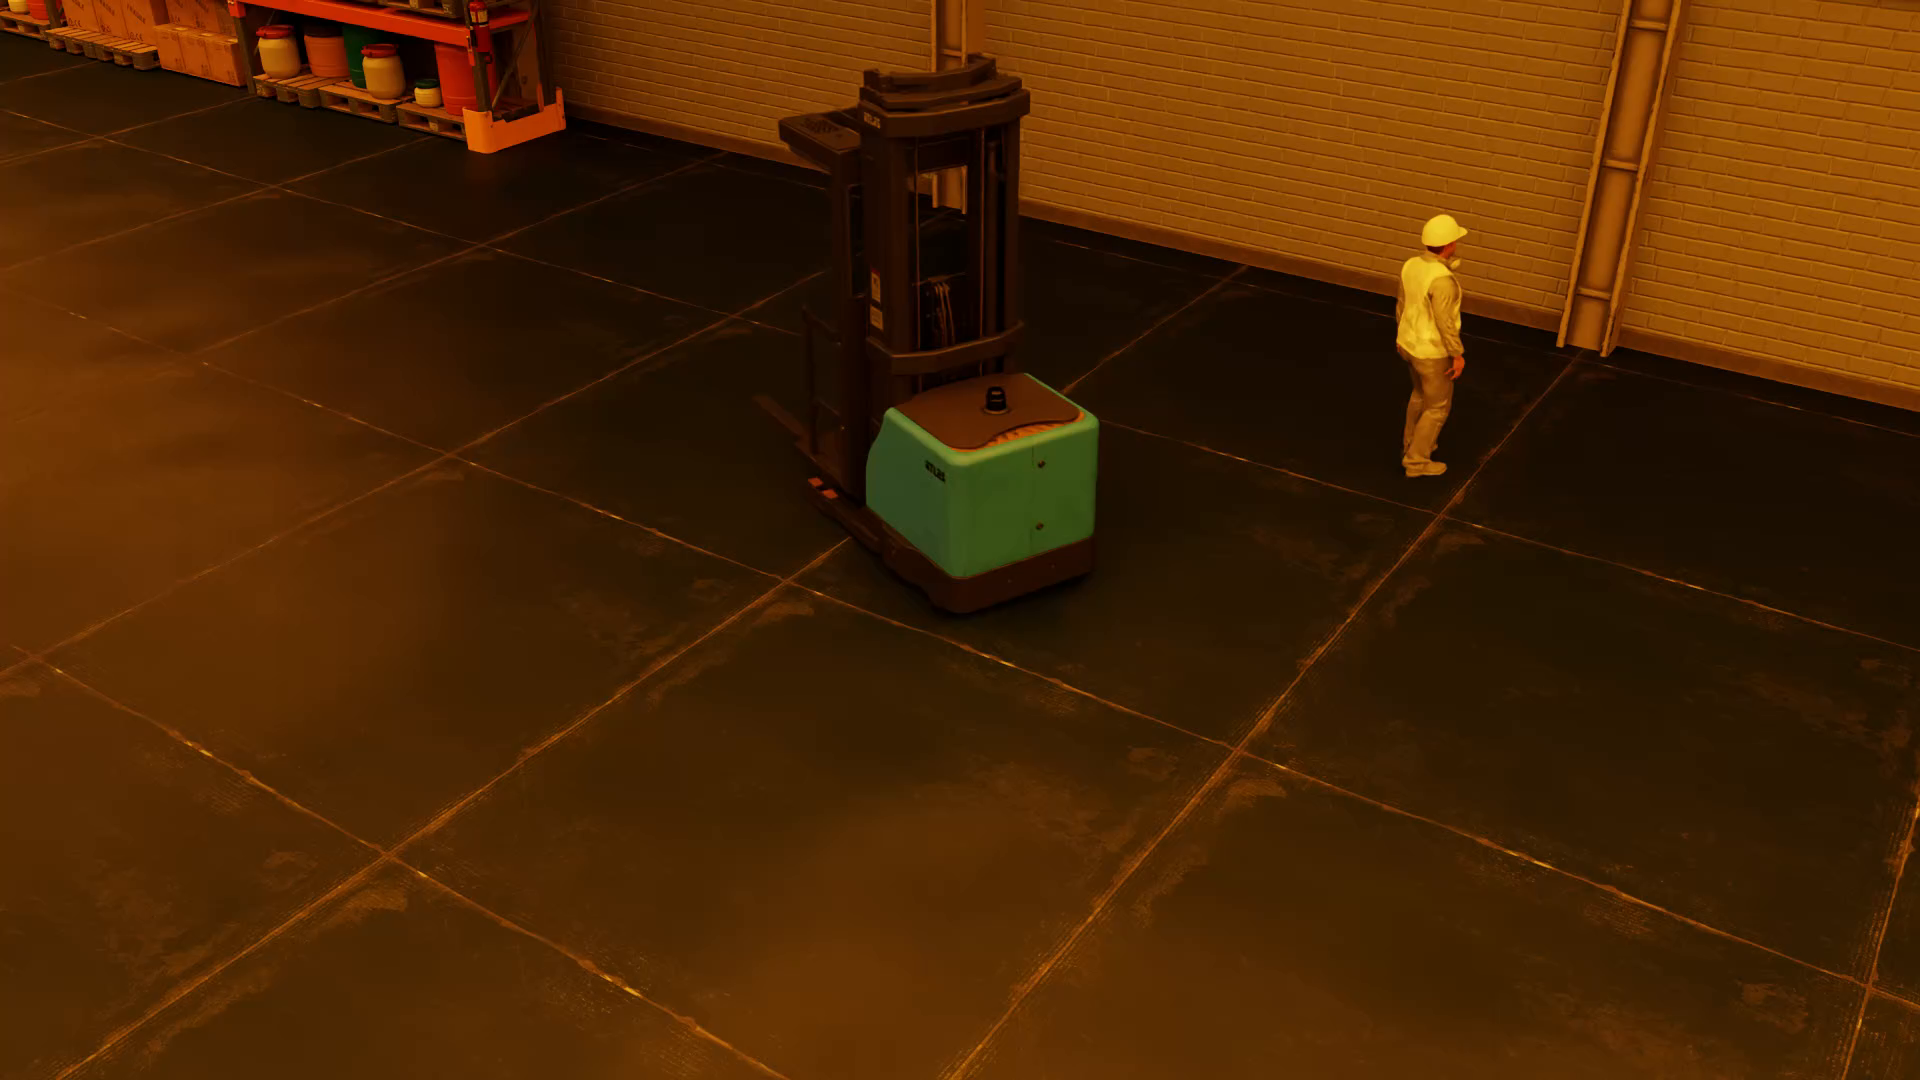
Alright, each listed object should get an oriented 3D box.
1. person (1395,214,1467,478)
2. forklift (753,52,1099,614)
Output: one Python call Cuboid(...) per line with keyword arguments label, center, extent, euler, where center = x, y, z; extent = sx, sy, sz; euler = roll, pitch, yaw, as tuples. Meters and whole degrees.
Cuboid(label="person", center=(3.144, -1.274, 10.966), extent=(0.508, 1.799, 0.614), euler=(-8, 31, -14))
Cuboid(label="forklift", center=(-0.386, -1.541, 10.236), extent=(1.130, 2.935, 3.031), euler=(-17, 34, -27))
